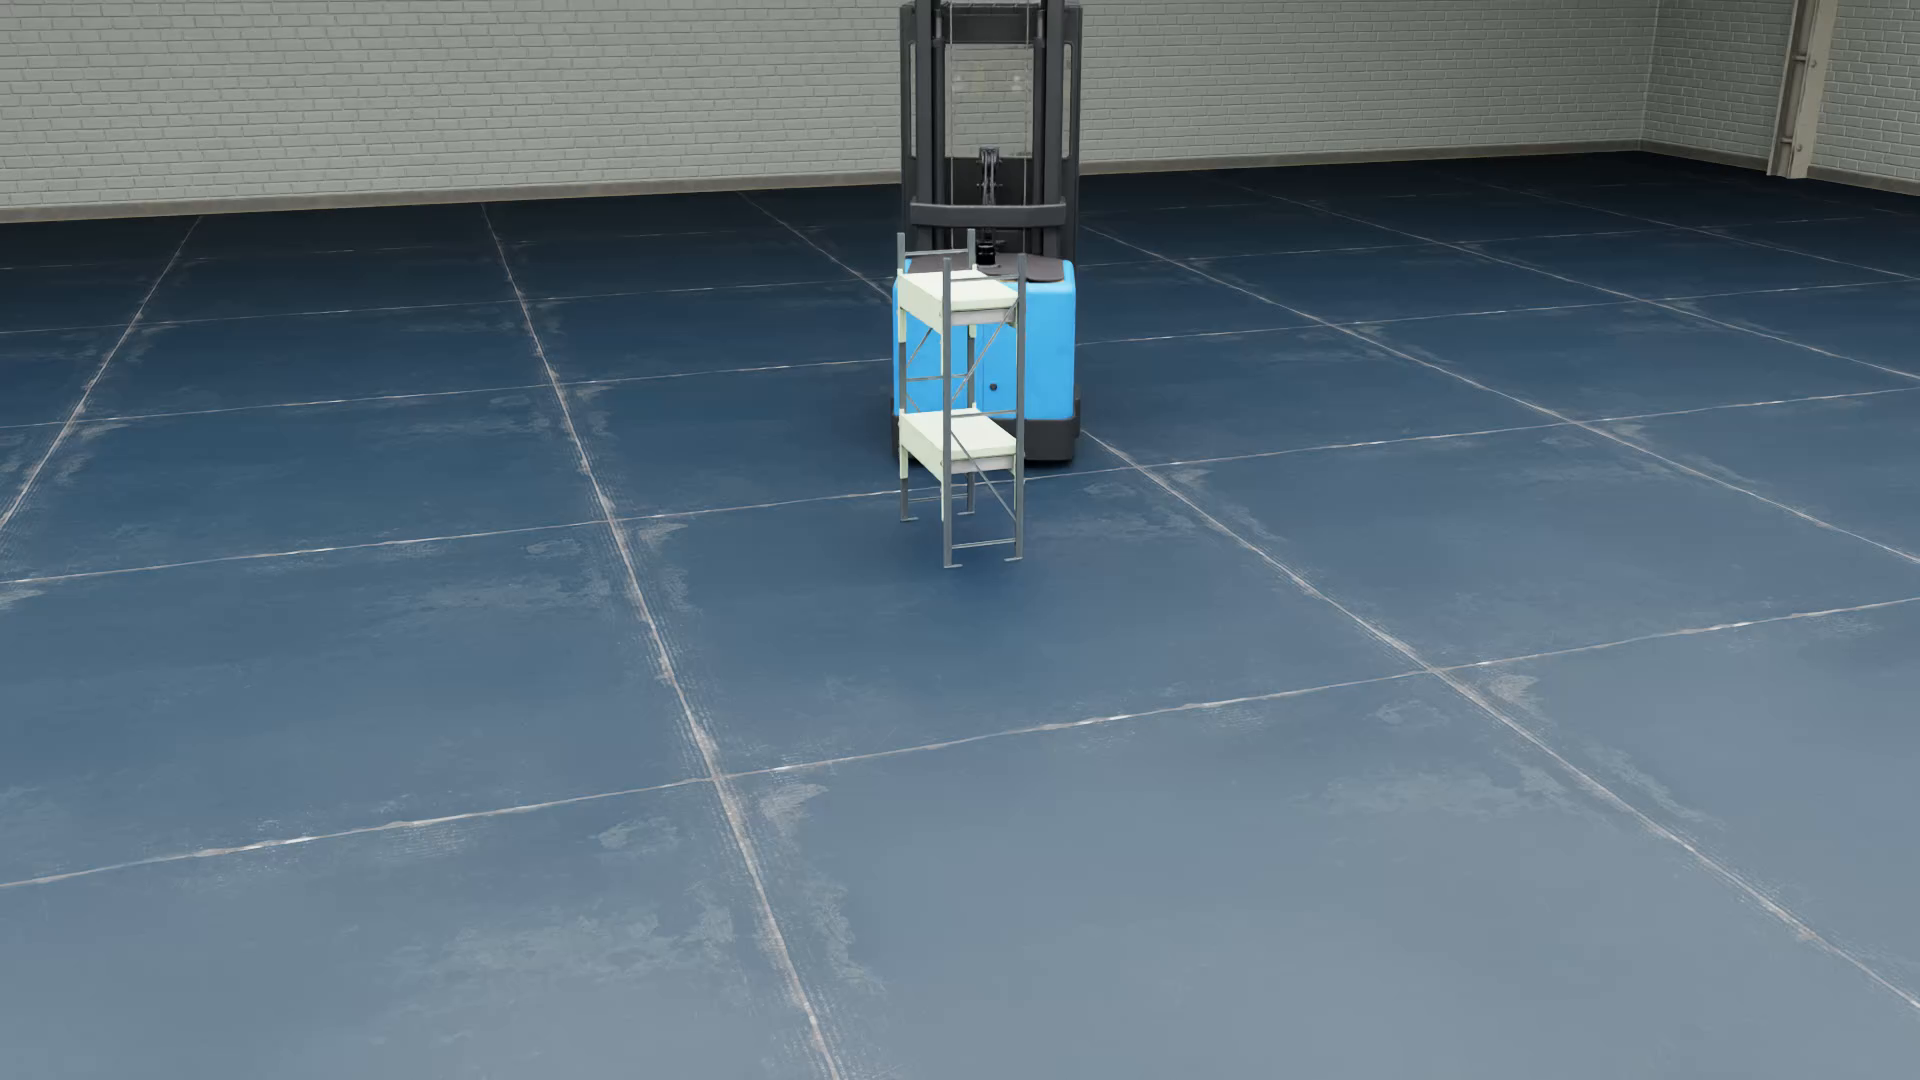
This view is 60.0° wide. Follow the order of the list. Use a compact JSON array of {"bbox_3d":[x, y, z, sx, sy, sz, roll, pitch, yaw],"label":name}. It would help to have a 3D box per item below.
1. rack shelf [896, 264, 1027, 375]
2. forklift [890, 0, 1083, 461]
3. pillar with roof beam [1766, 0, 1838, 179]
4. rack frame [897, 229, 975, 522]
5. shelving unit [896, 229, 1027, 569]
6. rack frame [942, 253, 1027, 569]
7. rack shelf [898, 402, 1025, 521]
[{"bbox_3d":[-0.002,-1.075,8.037,0.431,0.370,0.720,-6,21,-17],"label":"rack shelf"},{"bbox_3d":[0.195,-2.280,10.429,1.130,2.935,3.031,1,20,2],"label":"forklift"},{"bbox_3d":[6.618,-8.486,18.730,9.100,9.000,0.400,-6,21,-17],"label":"pillar with roof beam"},{"bbox_3d":[-0.117,-0.825,8.496,0.400,1.500,0.023,-6,21,-17],"label":"rack frame"},{"bbox_3d":[-0.002,-0.708,8.169,0.431,1.500,0.755,-6,21,-17],"label":"shelving unit"},{"bbox_3d":[0.113,-0.591,7.842,0.400,1.500,0.023,-6,21,-17],"label":"rack frame"},{"bbox_3d":[-0.002,-0.401,8.279,0.431,0.370,0.720,-6,21,-17],"label":"rack shelf"}]
